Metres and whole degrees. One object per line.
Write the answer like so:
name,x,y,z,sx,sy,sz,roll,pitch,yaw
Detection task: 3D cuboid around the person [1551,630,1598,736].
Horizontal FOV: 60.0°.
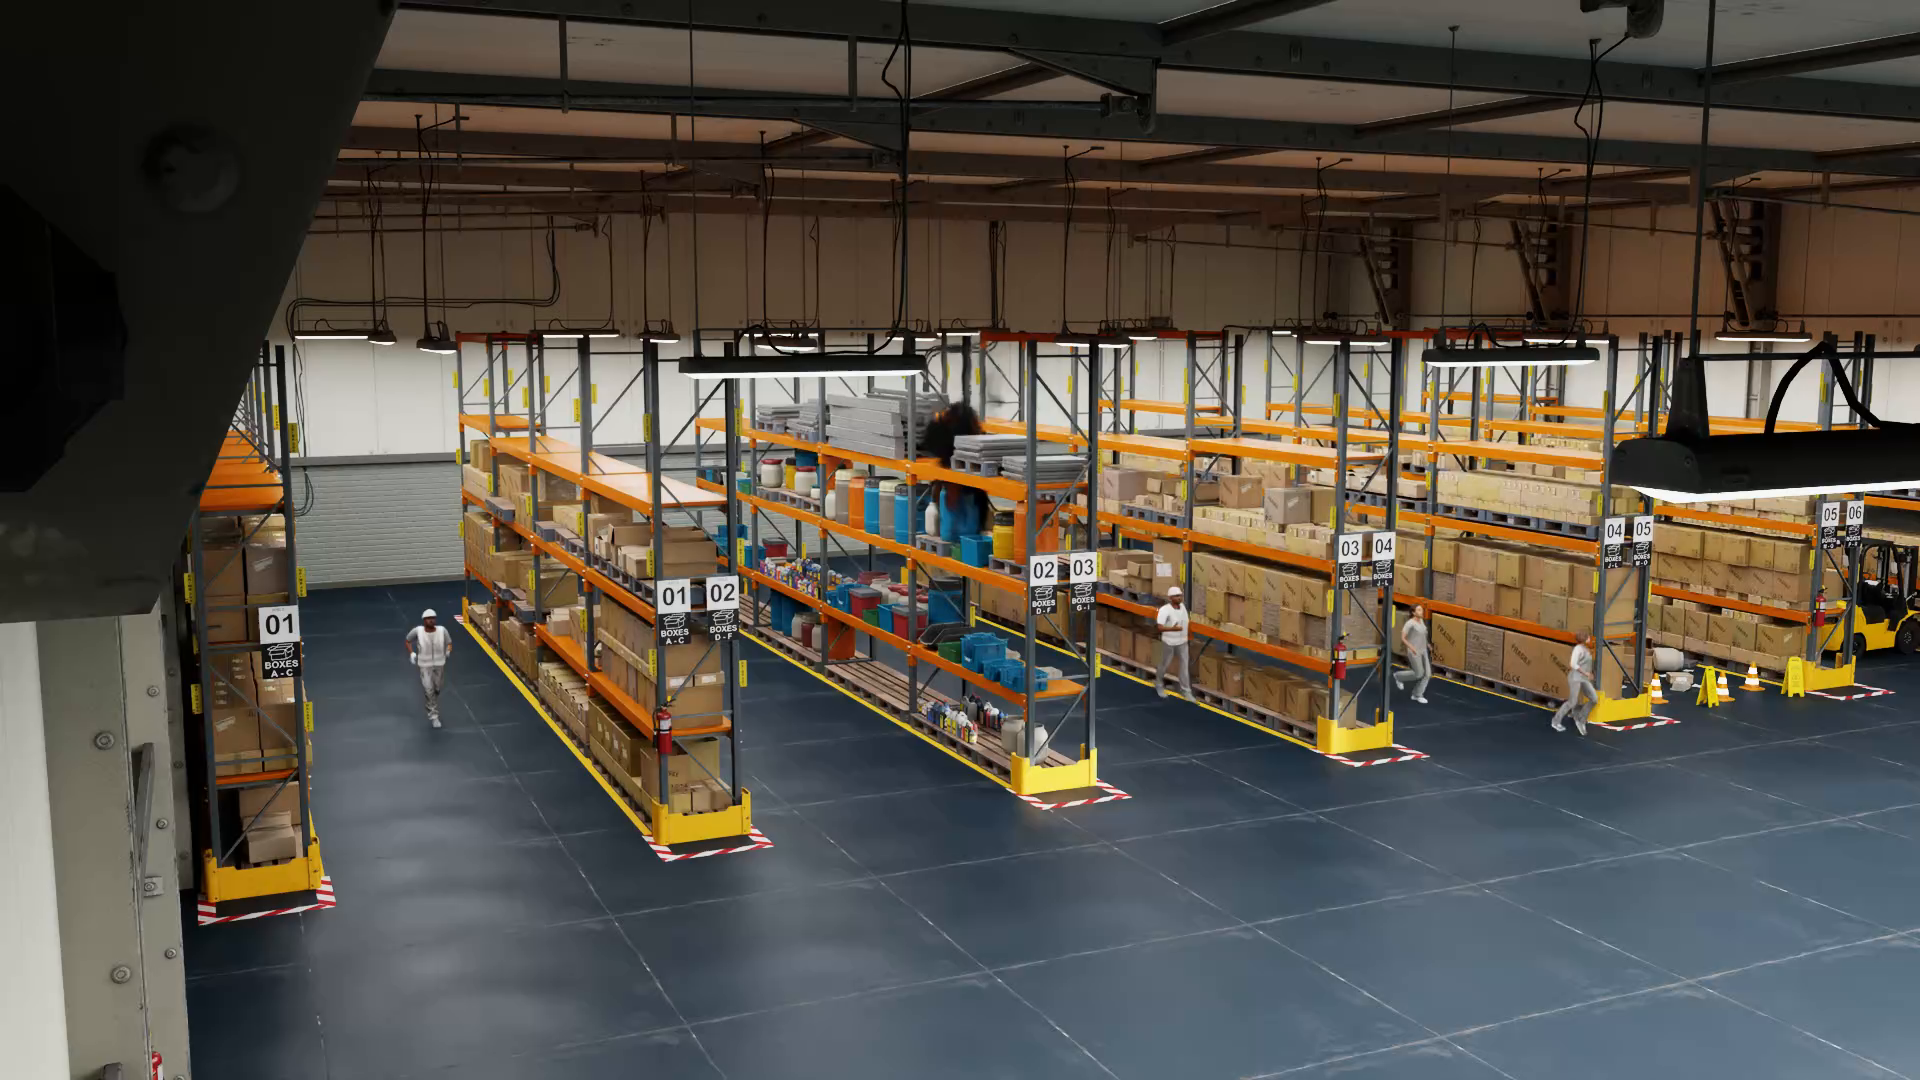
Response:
person,9.426,2.154,25.334,0.614,1.587,0.602,7,11,43

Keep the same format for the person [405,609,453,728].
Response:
person,-8.238,1.961,25.899,0.683,1.789,0.982,-5,9,-30

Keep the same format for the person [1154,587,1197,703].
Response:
person,3.384,1.633,26.126,0.695,1.811,0.893,-5,9,-31

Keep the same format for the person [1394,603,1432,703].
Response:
person,7.501,1.845,27.466,0.572,1.627,0.636,-6,10,-36
